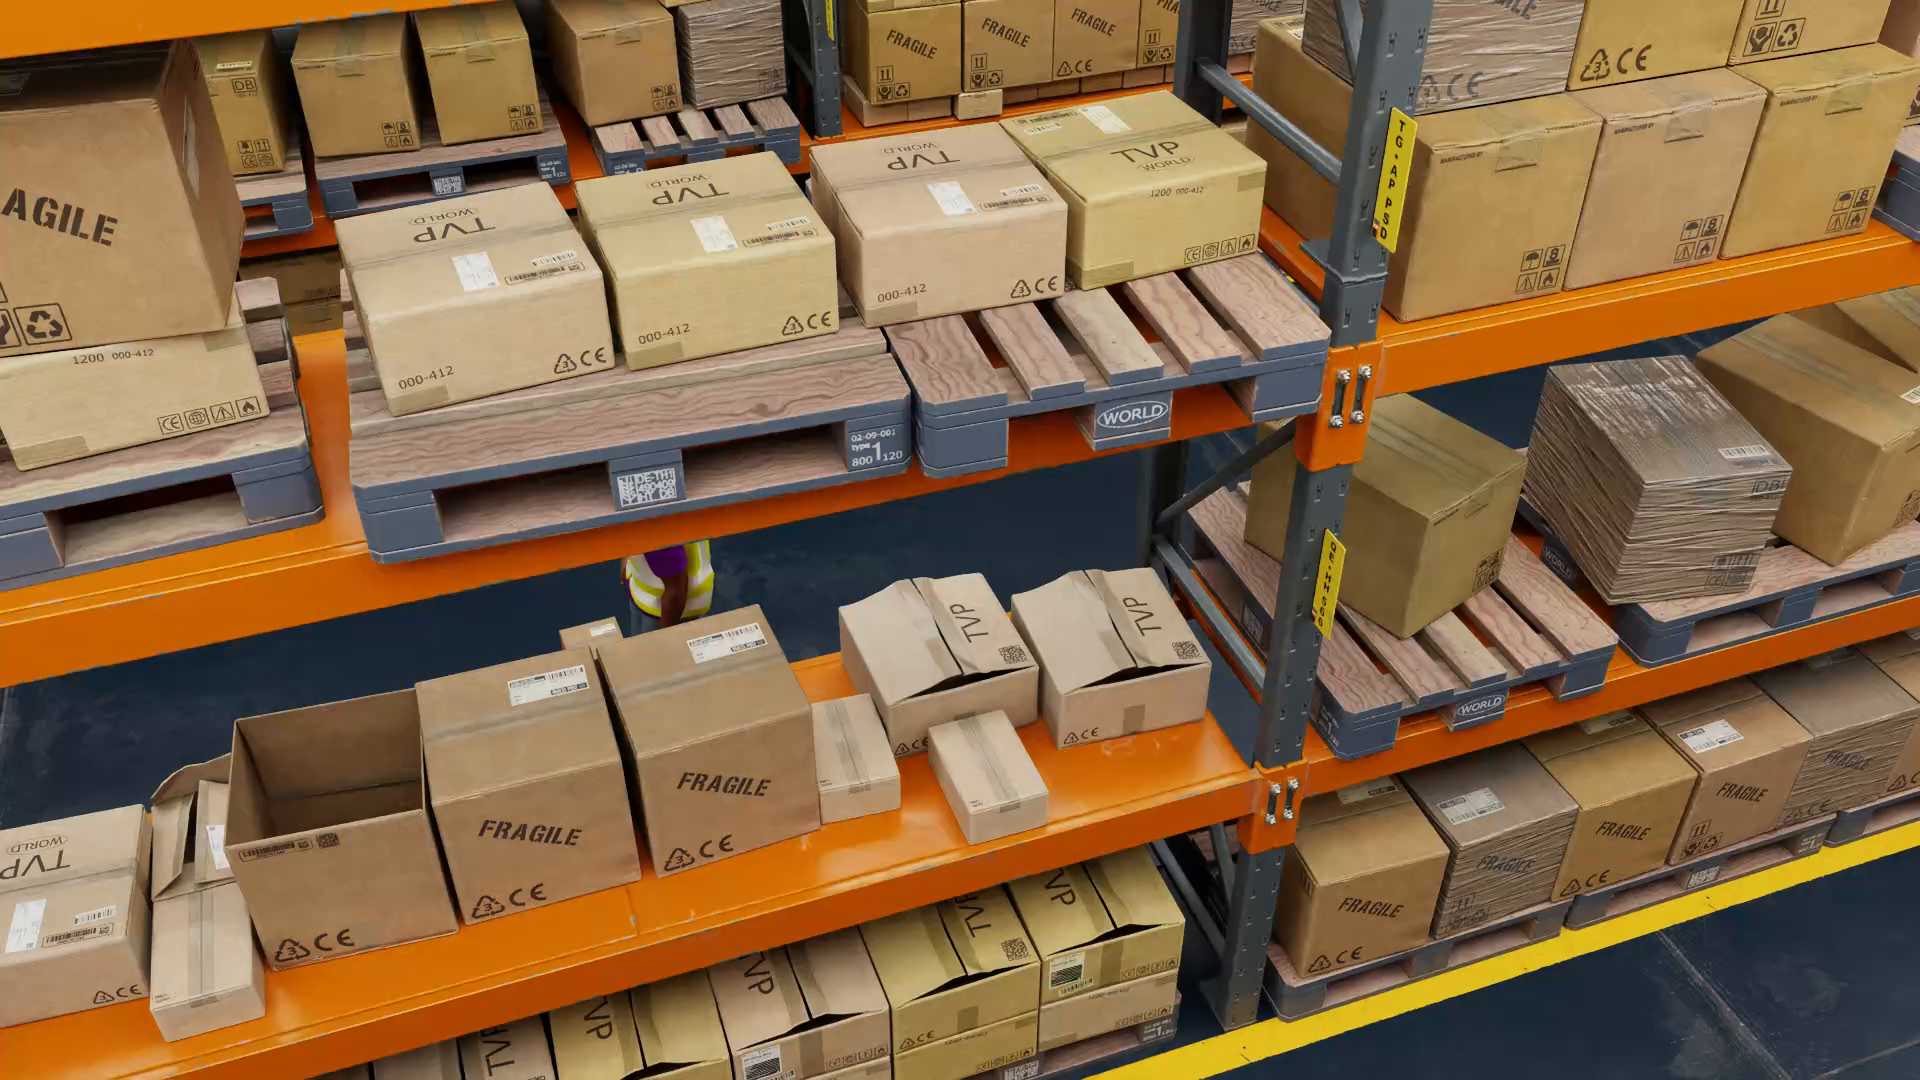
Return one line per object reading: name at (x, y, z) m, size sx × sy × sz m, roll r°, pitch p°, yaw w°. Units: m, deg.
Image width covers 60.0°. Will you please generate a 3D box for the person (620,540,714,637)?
person at (-1.197, 0.206, 6.501) m, size 0.456 × 1.761 × 0.627 m, roll -12°, pitch 39°, yaw -16°
